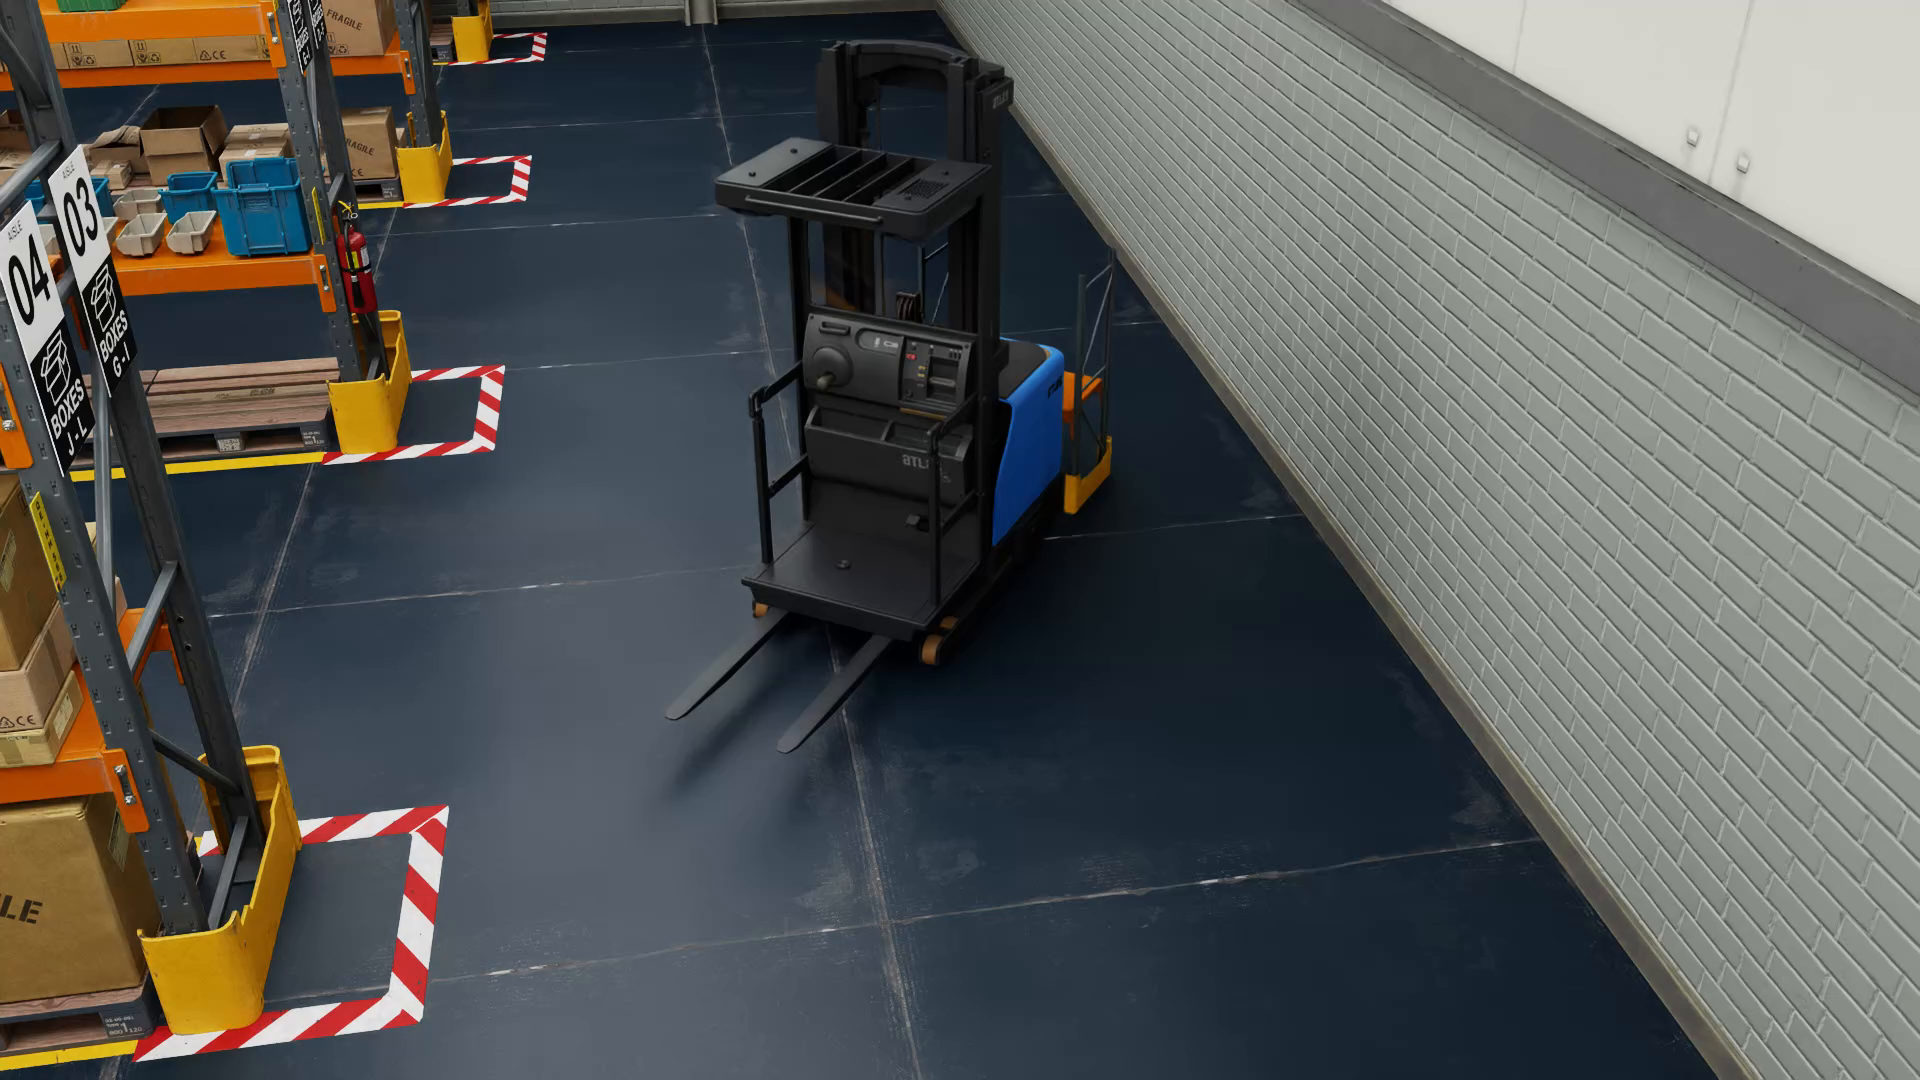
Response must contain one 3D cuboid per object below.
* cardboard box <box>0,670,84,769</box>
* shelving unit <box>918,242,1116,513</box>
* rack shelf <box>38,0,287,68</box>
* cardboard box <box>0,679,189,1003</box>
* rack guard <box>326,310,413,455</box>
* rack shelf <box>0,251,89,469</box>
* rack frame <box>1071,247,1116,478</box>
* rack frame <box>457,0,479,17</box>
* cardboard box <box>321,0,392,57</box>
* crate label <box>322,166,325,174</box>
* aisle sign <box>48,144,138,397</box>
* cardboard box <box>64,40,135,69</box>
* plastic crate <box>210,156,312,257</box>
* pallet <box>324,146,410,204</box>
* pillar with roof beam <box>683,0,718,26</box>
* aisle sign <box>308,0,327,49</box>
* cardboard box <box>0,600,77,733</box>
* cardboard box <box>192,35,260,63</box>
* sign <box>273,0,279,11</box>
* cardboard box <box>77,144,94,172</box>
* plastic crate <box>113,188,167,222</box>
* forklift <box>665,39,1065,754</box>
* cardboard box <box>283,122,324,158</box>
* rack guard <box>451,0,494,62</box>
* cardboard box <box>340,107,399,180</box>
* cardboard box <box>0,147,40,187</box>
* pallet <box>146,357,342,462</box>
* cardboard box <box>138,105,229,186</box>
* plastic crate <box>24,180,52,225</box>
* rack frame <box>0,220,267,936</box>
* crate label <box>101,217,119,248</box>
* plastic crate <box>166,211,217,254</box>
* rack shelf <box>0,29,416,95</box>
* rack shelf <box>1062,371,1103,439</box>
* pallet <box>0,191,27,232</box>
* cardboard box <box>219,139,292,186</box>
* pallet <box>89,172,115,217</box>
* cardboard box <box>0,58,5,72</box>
[{"bbox_3d":[-3.336,0.641,5.948,0.250,0.149,0.380,-5,31,-8],"label":"cardboard box"},{"bbox_3d":[0.340,-1.059,10.071,1.083,1.500,0.587,14,33,22],"label":"shelving unit"},{"bbox_3d":[-5.904,-2.934,9.530,4.000,0.370,1.077,-5,31,-9],"label":"rack shelf"},{"bbox_3d":[-3.660,1.169,6.484,0.875,0.875,0.875,-5,31,-9],"label":"cardboard box"},{"bbox_3d":[-3.916,-1.064,11.067,0.348,0.500,1.175,-5,31,-9],"label":"rack guard"},{"bbox_3d":[-5.012,-0.464,5.330,4.000,0.370,1.077,-5,31,-9],"label":"rack shelf"},{"bbox_3d":[0.788,-0.947,9.881,0.032,1.500,0.500,14,33,22],"label":"rack frame"},{"bbox_3d":[-5.721,-7.073,18.819,0.127,3.000,1.000,-5,31,-9],"label":"rack frame"},{"bbox_3d":[-5.217,-4.470,14.294,0.500,0.500,0.500,-4,31,-7],"label":"cardboard box"},{"bbox_3d":[-4.239,-2.228,10.687,0.303,0.233,0.416,-5,31,-9],"label":"crate label"},{"bbox_3d":[-3.028,-0.941,5.825,0.004,0.787,0.394,-5,31,-9],"label":"aisle sign"},{"bbox_3d":[-7.214,-4.285,13.979,0.500,0.500,0.500,-5,31,-9],"label":"cardboard box"},{"bbox_3d":[-4.233,-2.051,10.184,0.499,0.435,0.616,-5,31,-9],"label":"plastic crate"},{"bbox_3d":[-5.684,-3.321,15.190,1.213,0.211,1.003,-5,31,-9],"label":"pallet"},{"bbox_3d":[-2.446,-8.190,14.801,0.400,9.000,9.100,-5,31,-9],"label":"pillar with roof beam"},{"bbox_3d":[-3.920,-3.408,10.023,0.004,0.787,0.394,-5,31,-9],"label":"aisle sign"},{"bbox_3d":[-3.474,0.449,5.881,0.500,0.250,0.500,-6,31,-10],"label":"cardboard box"},{"bbox_3d":[-6.218,-4.378,14.137,0.500,0.500,0.500,-5,31,-9],"label":"cardboard box"},{"bbox_3d":[-3.822,-3.108,9.221,0.005,0.325,0.100,-5,31,-9],"label":"sign"},{"bbox_3d":[-7.893,-3.456,15.047,0.250,0.149,0.380,-5,31,-9],"label":"cardboard box"},{"bbox_3d":[-5.237,-2.137,10.626,0.298,0.136,0.250,-5,31,-9],"label":"plastic crate"},{"bbox_3d":[-0.464,-0.858,8.317,1.130,2.935,3.031,13,33,21],"label":"forklift"},{"bbox_3d":[-5.903,-3.654,15.283,0.500,0.250,0.500,-5,31,-9],"label":"cardboard box"},{"bbox_3d":[-5.698,-5.997,19.456,0.348,0.500,1.175,-5,31,-9],"label":"rack guard"},{"bbox_3d":[-5.316,-3.543,14.848,0.500,0.500,0.500,-5,31,-9],"label":"cardboard box"},{"bbox_3d":[-8.308,-3.199,14.450,0.500,0.311,0.500,-5,31,-9],"label":"cardboard box"},{"bbox_3d":[-4.755,-0.875,11.030,1.213,0.211,1.003,-5,31,-9],"label":"pallet"},{"bbox_3d":[-6.913,-3.526,14.815,0.637,0.503,0.797,-5,31,-9],"label":"cardboard box"},{"bbox_3d":[-5.829,-2.081,10.436,0.300,0.233,0.416,-5,31,-9],"label":"plastic crate"},{"bbox_3d":[-3.045,0.336,6.219,0.127,3.000,1.000,-5,31,-9],"label":"rack frame"},{"bbox_3d":[-5.264,-1.824,10.093,0.243,0.136,0.396,-5,31,-9],"label":"crate label"},{"bbox_3d":[-4.706,-1.881,10.190,0.243,0.136,0.396,-5,31,-9],"label":"plastic crate"},{"bbox_3d":[-6.793,-4.110,14.491,4.000,0.370,1.077,-5,31,-9],"label":"rack shelf"},{"bbox_3d":[0.332,-0.906,10.166,1.000,0.185,0.538,14,33,22],"label":"rack shelf"},{"bbox_3d":[-3.773,-0.846,5.357,1.213,0.211,1.003,-5,31,-9],"label":"pallet"},{"bbox_3d":[-6.256,-3.363,14.789,0.500,0.250,0.500,-5,31,-9],"label":"cardboard box"},{"bbox_3d":[-8.084,-3.098,14.811,1.213,0.211,1.003,-5,31,-9],"label":"pallet"},{"bbox_3d":[-8.210,-4.192,13.821,0.500,0.500,0.500,-5,31,-8],"label":"cardboard box"}]
